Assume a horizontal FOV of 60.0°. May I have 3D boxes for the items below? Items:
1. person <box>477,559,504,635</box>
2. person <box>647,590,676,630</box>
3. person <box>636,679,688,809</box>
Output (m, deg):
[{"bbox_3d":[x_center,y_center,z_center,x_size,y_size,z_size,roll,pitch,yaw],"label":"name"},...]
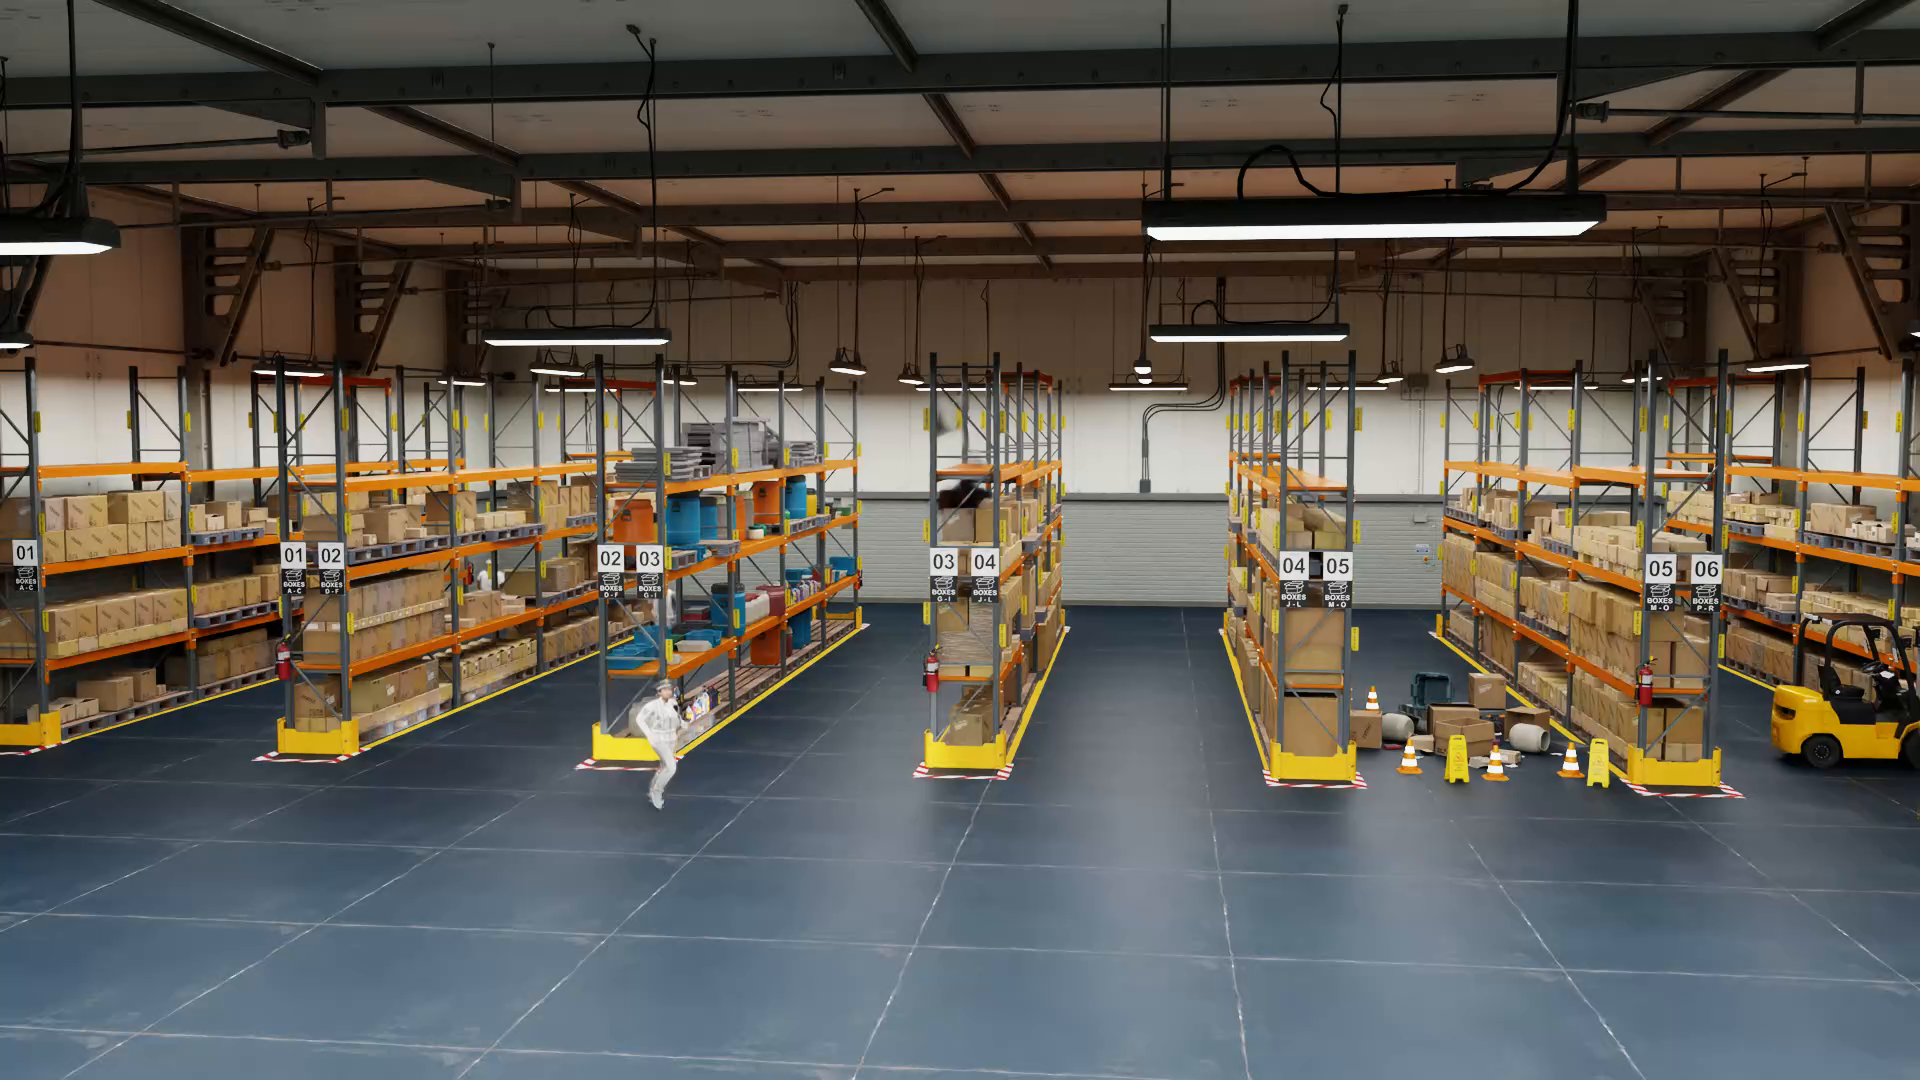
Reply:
[{"bbox_3d":[-11.131,1.344,39.335,0.675,1.797,0.726,0,4,-5],"label":"person"},{"bbox_3d":[-6.260,1.665,35.154,0.670,1.723,0.772,0,4,4],"label":"person"},{"bbox_3d":[-3.824,2.641,21.623,0.650,1.692,0.575,3,5,37],"label":"person"}]
